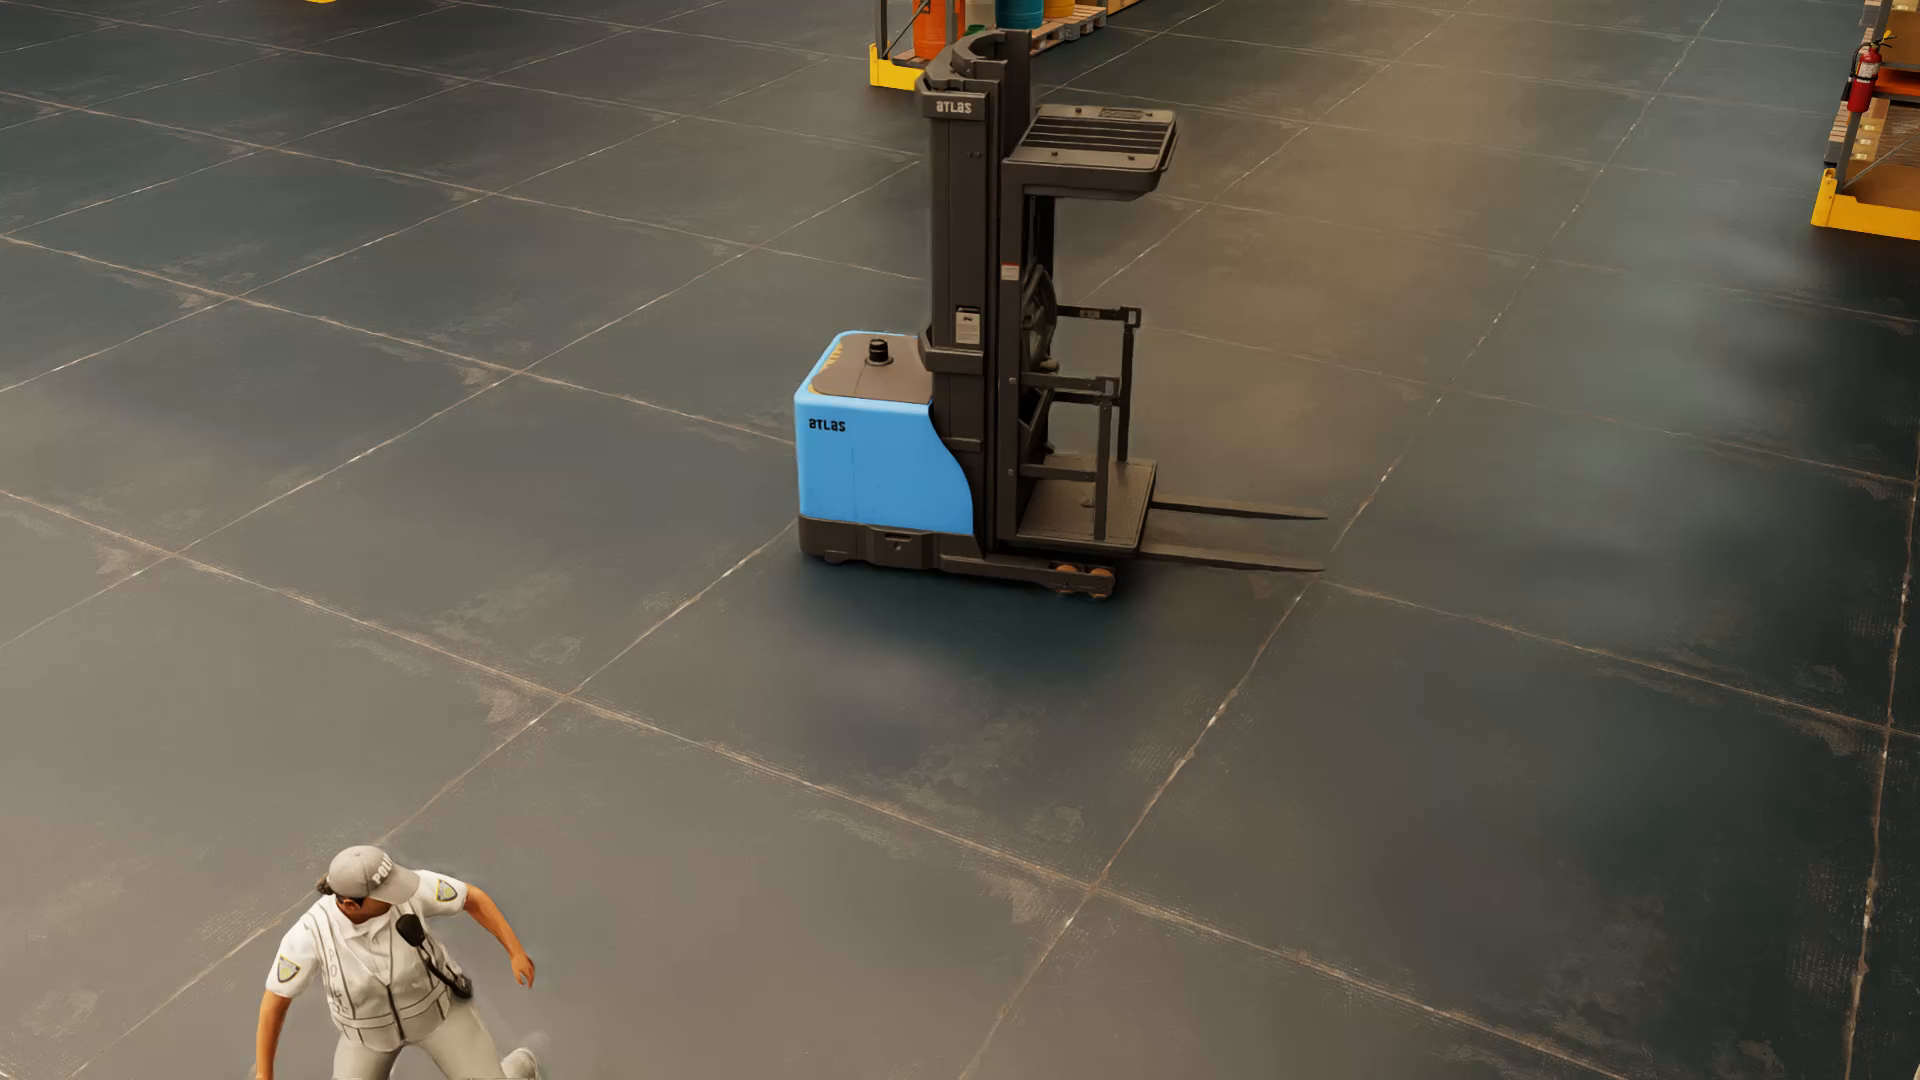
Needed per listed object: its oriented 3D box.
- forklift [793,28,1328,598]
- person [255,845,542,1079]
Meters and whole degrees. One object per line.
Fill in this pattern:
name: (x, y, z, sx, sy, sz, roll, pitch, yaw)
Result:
forklift: (0.623, -1.230, 9.201, 3.031, 2.935, 1.130, 6, 31, 10)
person: (-1.922, 1.642, 5.655, 0.959, 1.541, 0.518, -9, 31, -16)
